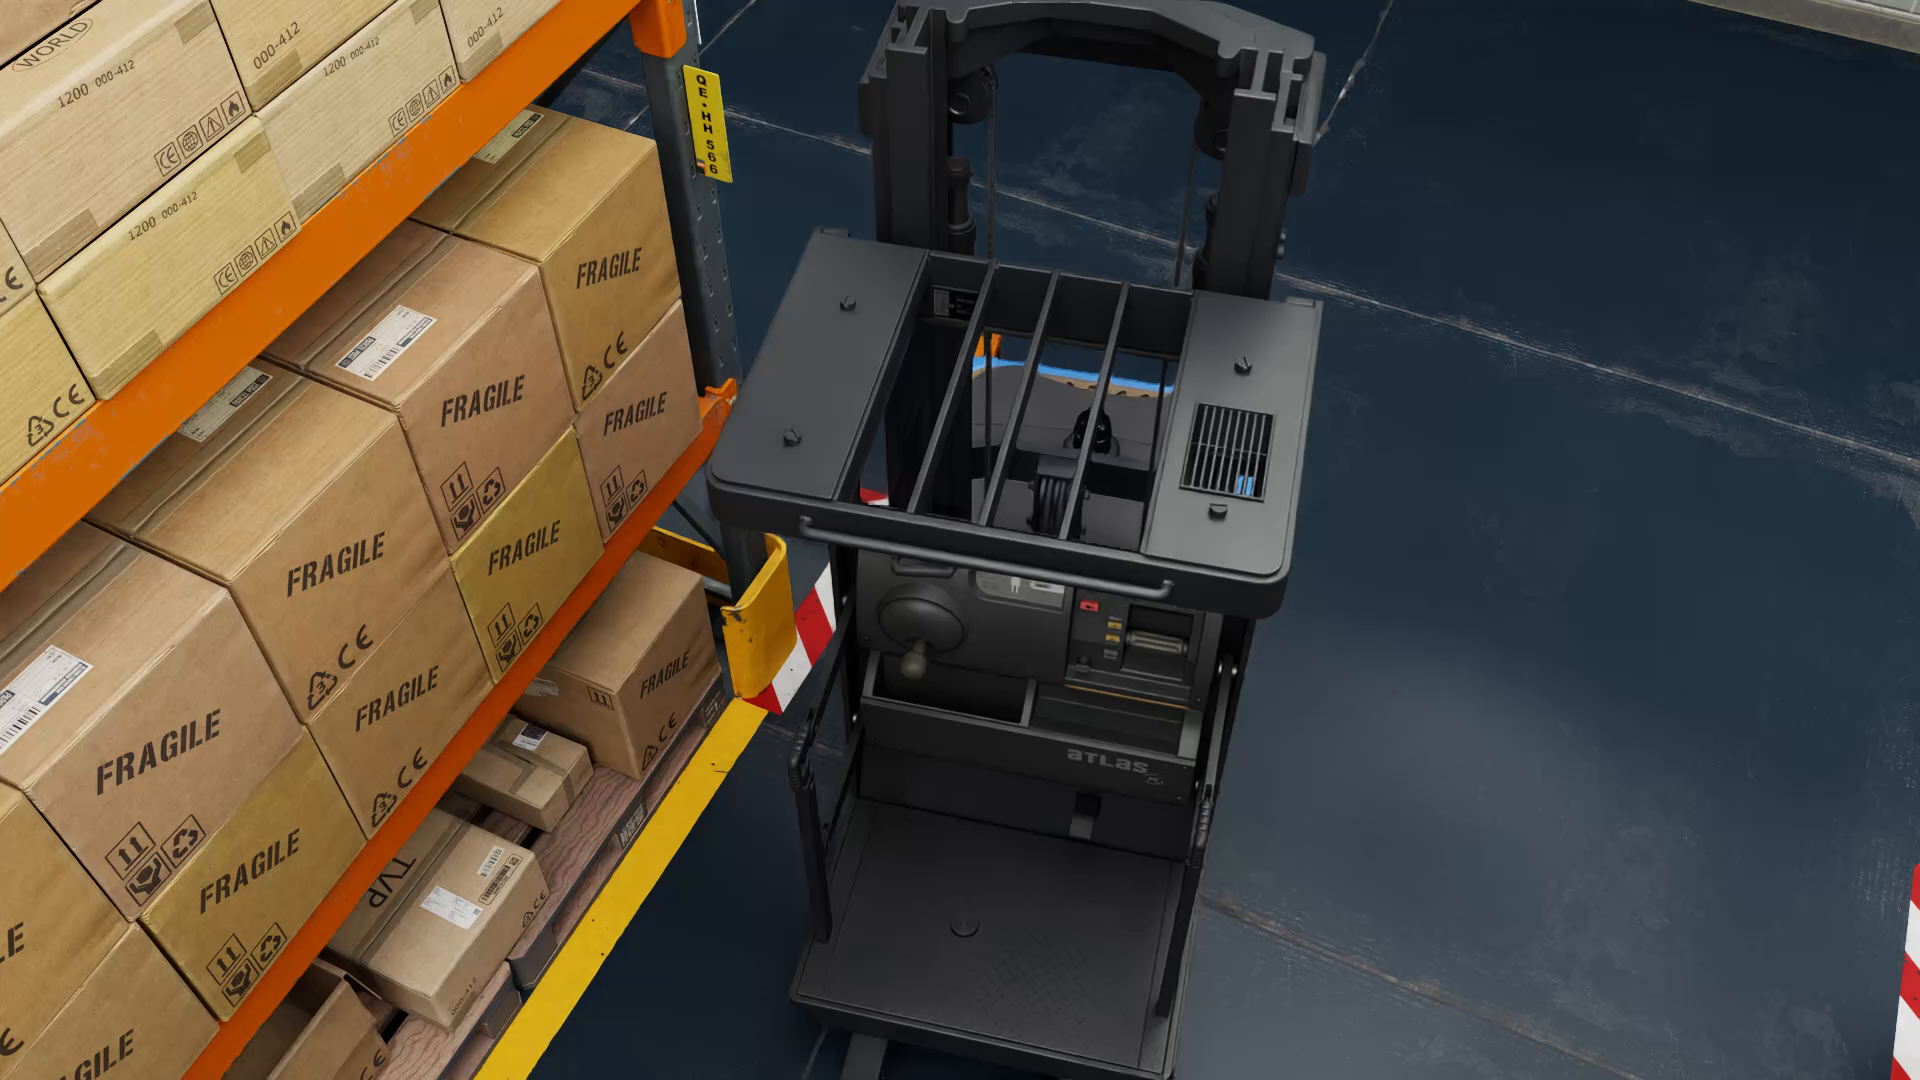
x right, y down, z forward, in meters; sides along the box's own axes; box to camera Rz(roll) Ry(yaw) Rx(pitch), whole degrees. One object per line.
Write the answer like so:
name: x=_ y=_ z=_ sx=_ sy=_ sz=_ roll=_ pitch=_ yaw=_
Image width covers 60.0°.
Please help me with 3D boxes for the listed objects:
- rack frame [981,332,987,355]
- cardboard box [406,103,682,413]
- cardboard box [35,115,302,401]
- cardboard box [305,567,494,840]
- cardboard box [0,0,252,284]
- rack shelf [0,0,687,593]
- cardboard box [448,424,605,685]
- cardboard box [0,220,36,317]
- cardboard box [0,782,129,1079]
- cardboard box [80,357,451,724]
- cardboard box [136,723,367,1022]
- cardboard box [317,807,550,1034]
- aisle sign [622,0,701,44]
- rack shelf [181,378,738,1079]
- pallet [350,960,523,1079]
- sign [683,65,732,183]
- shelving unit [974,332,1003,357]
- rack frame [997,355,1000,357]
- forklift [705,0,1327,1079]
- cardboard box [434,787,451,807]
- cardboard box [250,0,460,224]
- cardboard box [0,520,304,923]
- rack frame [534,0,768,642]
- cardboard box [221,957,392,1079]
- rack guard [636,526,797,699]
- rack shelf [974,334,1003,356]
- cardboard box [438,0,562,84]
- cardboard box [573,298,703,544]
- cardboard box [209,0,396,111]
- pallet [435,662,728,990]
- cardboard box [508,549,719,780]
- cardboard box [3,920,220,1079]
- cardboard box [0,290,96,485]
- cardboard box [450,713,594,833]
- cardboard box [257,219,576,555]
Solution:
rack frame: x=-0.018 y=-0.343 z=5.754 sx=0.240 sy=1.200 sz=0.006 roll=9 pitch=50 yaw=7
cardboard box: x=-1.071 y=-0.725 z=4.175 sx=0.500 sy=0.500 sz=0.500 roll=19 pitch=52 yaw=16
cardboard box: x=-1.536 y=-0.559 z=2.885 sx=0.500 sy=0.250 sz=0.500 roll=20 pitch=52 yaw=16
cardboard box: x=-1.512 y=0.300 z=3.959 sx=0.500 sy=0.500 sz=0.500 roll=20 pitch=53 yaw=16
cardboard box: x=-1.549 y=-0.726 z=2.699 sx=0.500 sy=0.250 sz=0.500 roll=20 pitch=52 yaw=16
rack shelf: x=-1.984 y=-0.126 z=2.891 sx=1.077 sy=0.370 sz=4.000 roll=20 pitch=52 yaw=16
cardboard box: x=-1.293 y=-0.041 z=4.250 sx=0.500 sy=0.500 sz=0.500 roll=20 pitch=53 yaw=16
cardboard box: x=-1.757 y=-0.379 z=2.404 sx=0.500 sy=0.250 sz=0.500 roll=20 pitch=52 yaw=16
cardboard box: x=-1.943 y=0.691 z=2.970 sx=0.500 sy=0.500 sz=0.500 roll=18 pitch=52 yaw=15
cardboard box: x=-1.504 y=-0.018 z=3.574 sx=0.500 sy=0.500 sz=0.500 roll=21 pitch=53 yaw=17
cardboard box: x=-1.727 y=0.647 z=3.664 sx=0.500 sy=0.500 sz=0.500 roll=19 pitch=52 yaw=16
cardboard box: x=-1.572 y=1.083 z=4.875 sx=0.500 sy=0.250 sz=0.500 roll=20 pitch=52 yaw=16
aisle sign: x=-0.824 y=-1.554 z=3.896 sx=0.394 sy=0.787 sz=0.004 roll=20 pitch=52 yaw=16
rack shelf: x=-1.984 y=0.846 z=4.033 sx=1.077 sy=0.370 sz=4.000 roll=20 pitch=52 yaw=16
pallet: x=-2.024 y=1.578 z=4.769 sx=1.003 sy=0.211 sz=1.213 roll=20 pitch=52 yaw=16
sign: x=-0.636 y=-1.048 z=4.204 sx=0.100 sy=0.325 sz=0.005 roll=20 pitch=52 yaw=16
shelving unit: x=0.000 y=-0.411 z=5.812 sx=0.258 sy=1.200 sz=0.189 roll=9 pitch=50 yaw=7
rack frame: x=0.018 y=-0.479 z=5.870 sx=0.240 sy=1.200 sz=0.006 roll=9 pitch=50 yaw=7
forklift: x=0.148 y=0.312 z=4.060 sx=1.130 sy=2.935 sz=3.031 roll=10 pitch=50 yaw=8
cardboard box: x=-1.832 y=0.611 z=5.278 sx=0.500 sy=0.250 sz=0.500 roll=20 pitch=52 yaw=16
cardboard box: x=-1.334 y=-0.908 z=3.182 sx=0.500 sy=0.250 sz=0.500 roll=20 pitch=52 yaw=16
cardboard box: x=-1.723 y=0.335 z=3.273 sx=0.500 sy=0.500 sz=0.500 roll=21 pitch=53 yaw=17
rack frame: x=-1.130 y=-0.764 z=4.931 sx=1.000 sy=3.000 sz=0.127 roll=20 pitch=52 yaw=16
cardboard box: x=-2.041 y=1.361 z=4.473 sx=0.797 sy=0.503 sz=0.637 roll=20 pitch=52 yaw=16
rack guard: x=-1.162 y=0.098 z=5.838 sx=1.175 sy=0.500 sz=0.348 roll=20 pitch=52 yaw=16
rack shelf: x=0.000 y=-0.615 z=5.571 sx=0.258 sy=0.103 sz=0.180 roll=9 pitch=50 yaw=7
cardboard box: x=-1.111 y=-1.248 z=3.472 sx=0.500 sy=0.250 sz=0.500 roll=20 pitch=52 yaw=16
cardboard box: x=-1.075 y=-0.400 z=4.555 sx=0.500 sy=0.500 sz=0.500 roll=21 pitch=53 yaw=17
cardboard box: x=-1.332 y=-1.069 z=2.991 sx=0.500 sy=0.250 sz=0.500 roll=20 pitch=52 yaw=16
pallet: x=-1.502 y=0.741 z=5.481 sx=1.003 sy=0.211 sz=1.213 roll=20 pitch=52 yaw=16
cardboard box: x=-1.139 y=0.358 z=5.329 sx=0.500 sy=0.500 sz=0.500 roll=20 pitch=52 yaw=16
cardboard box: x=-1.943 y=0.998 z=3.366 sx=0.500 sy=0.500 sz=0.500 roll=20 pitch=52 yaw=16
cardboard box: x=-1.764 y=-0.220 z=2.597 sx=0.500 sy=0.250 sz=0.500 roll=20 pitch=52 yaw=16
cardboard box: x=-1.394 y=0.715 z=5.243 sx=0.380 sy=0.166 sz=0.250 roll=20 pitch=52 yaw=16
cardboard box: x=-1.286 y=-0.377 z=3.879 sx=0.500 sy=0.500 sz=0.500 roll=21 pitch=53 yaw=17
